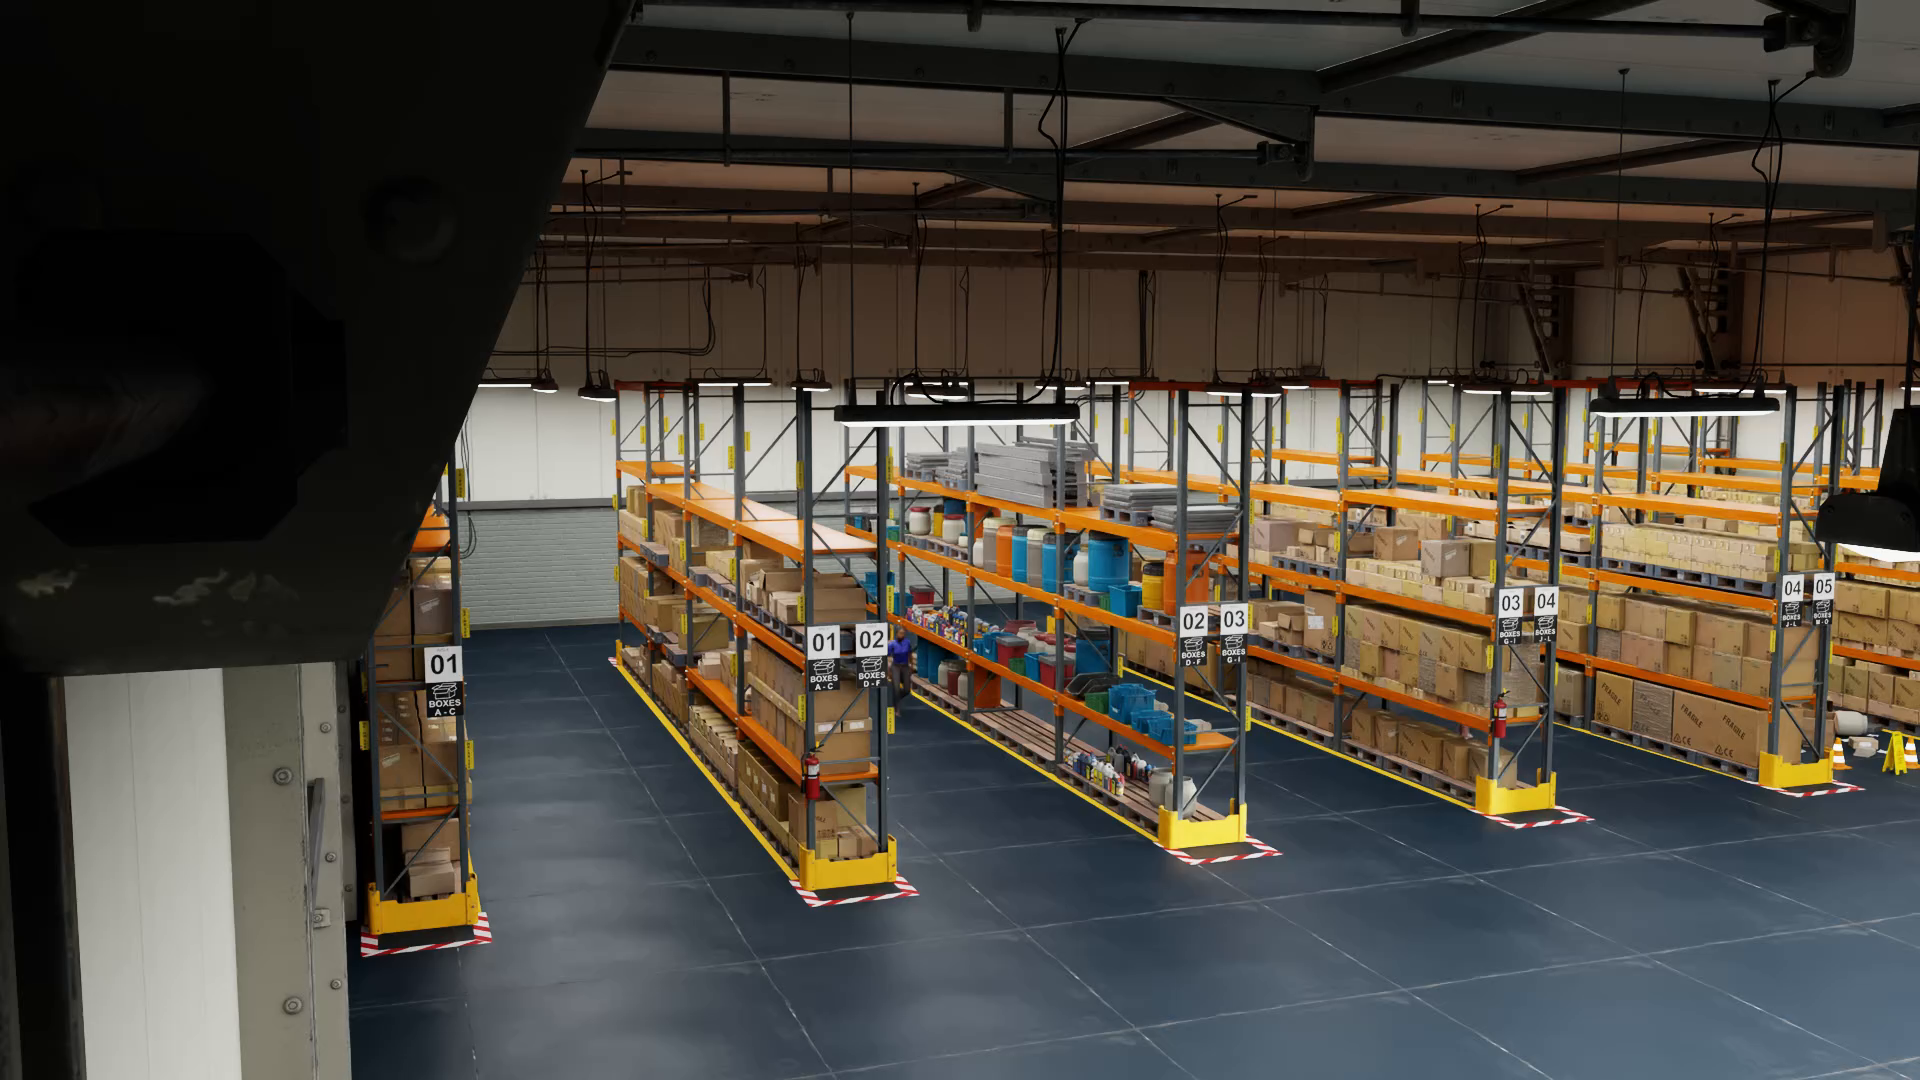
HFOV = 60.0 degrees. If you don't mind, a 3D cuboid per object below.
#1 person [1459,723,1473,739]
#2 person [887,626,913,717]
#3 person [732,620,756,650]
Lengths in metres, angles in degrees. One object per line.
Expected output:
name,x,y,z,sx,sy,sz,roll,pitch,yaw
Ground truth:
person,8.532,2.557,27.943,0.503,1.697,0.619,0,6,-1
person,-1.123,2.358,30.095,0.540,1.626,0.554,-3,7,-23
person,-4.298,1.941,33.331,0.560,1.726,1.094,-2,6,-21
